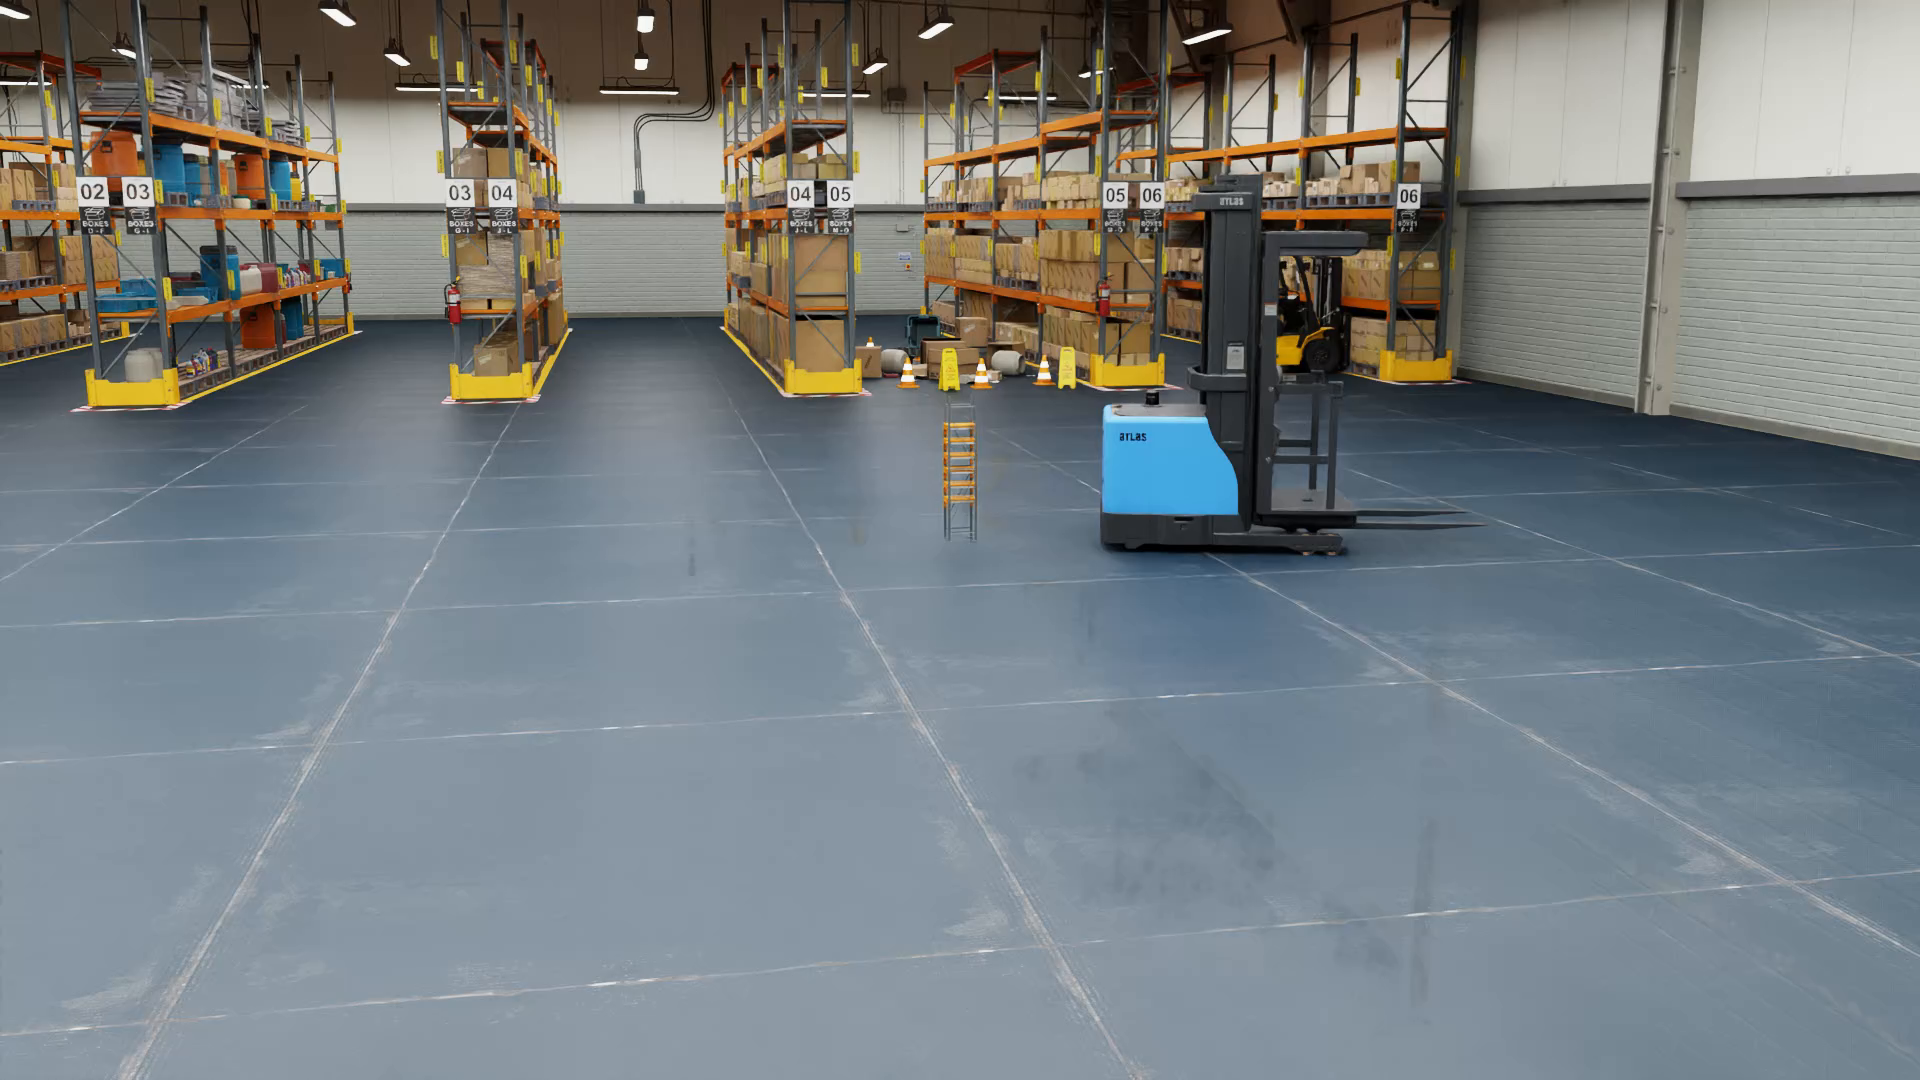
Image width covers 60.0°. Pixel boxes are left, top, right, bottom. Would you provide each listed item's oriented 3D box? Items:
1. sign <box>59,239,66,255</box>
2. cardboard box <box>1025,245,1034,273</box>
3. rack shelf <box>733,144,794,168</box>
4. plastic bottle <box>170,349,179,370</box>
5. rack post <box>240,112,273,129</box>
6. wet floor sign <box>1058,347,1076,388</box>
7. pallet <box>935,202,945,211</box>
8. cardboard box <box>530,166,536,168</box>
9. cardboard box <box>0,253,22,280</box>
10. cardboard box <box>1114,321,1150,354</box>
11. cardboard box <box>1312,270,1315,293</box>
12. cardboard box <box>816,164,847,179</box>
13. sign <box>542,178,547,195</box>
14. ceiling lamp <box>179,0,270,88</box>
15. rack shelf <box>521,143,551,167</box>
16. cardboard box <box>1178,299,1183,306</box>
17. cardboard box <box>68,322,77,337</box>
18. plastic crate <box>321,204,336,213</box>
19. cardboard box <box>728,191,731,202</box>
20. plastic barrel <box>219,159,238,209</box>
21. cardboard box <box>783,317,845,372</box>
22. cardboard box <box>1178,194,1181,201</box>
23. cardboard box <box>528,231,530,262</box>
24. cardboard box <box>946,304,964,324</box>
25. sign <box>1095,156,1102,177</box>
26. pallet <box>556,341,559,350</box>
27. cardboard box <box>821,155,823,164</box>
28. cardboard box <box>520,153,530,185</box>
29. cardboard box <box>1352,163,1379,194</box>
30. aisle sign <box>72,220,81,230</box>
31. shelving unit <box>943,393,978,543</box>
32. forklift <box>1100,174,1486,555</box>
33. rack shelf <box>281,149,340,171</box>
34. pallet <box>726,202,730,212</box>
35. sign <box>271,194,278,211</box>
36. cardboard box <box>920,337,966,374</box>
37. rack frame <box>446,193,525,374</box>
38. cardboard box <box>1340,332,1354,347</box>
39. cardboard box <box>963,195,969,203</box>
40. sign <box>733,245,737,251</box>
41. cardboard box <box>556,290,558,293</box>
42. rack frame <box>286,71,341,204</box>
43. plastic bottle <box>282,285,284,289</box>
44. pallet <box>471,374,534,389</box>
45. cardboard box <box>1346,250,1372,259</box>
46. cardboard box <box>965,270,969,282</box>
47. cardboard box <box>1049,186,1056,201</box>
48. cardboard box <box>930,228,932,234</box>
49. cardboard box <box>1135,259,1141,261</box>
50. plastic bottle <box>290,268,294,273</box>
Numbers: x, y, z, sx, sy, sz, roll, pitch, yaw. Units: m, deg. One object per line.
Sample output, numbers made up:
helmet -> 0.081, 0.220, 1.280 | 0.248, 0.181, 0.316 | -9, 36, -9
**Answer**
sign -> -18.512, -6.038, 34.301 | 0.100, 0.325, 0.005 | -2, 11, -11
cardboard box -> 1.526, -5.270, 31.176 | 0.500, 0.500, 0.500 | -2, 11, -11
rack shelf -> -4.064, -8.000, 34.656 | 1.077, 0.370, 4.000 | -2, 11, -11
plastic bottle -> -12.749, -2.918, 26.911 | 0.144, 0.351, 0.185 | -2, 11, -11
rack post -> -13.600, -7.936, 31.524 | 0.954, 0.300, 0.937 | -2, 11, -11
wet floor sign -> 1.704, -2.737, 26.352 | 0.267, 0.644, 0.232 | 2, 11, 9
pallet -> 0.000, -7.972, 39.774 | 1.003, 0.211, 1.213 | -2, 11, -11
cardboard box -> -9.515, -8.127, 36.688 | 0.500, 0.250, 0.500 | -3, 11, -15
cardboard box -> -18.501, -5.256, 31.900 | 0.700, 0.500, 0.500 | 0, 11, 0
cardboard box -> 2.826, -3.354, 27.520 | 0.500, 0.500, 0.500 | -3, 11, -13
cardboard box -> 6.755, -4.746, 30.340 | 0.500, 0.500, 0.500 | -2, 11, -10
cardboard box -> -1.961, -5.668, 25.647 | 0.500, 0.250, 0.500 | -2, 11, -11
sign -> -8.027, -6.821, 32.107 | 0.100, 0.325, 0.005 | -2, 11, -11
ceiling lamp -> -17.901, -12.579, 40.108 | 2.000, 3.185, 0.800 | -2, 11, -11
rack shelf -> -8.949, -7.838, 33.805 | 1.077, 0.370, 4.000 | -2, 11, -11
cardboard box -> 5.251, -5.476, 38.274 | 0.380, 0.149, 0.250 | -3, 11, -14
cardboard box -> -18.925, -4.429, 34.956 | 0.500, 0.311, 0.500 | -2, 11, -11
plastic crate -> -14.502, -7.560, 37.940 | 0.450, 0.188, 0.336 | -2, 11, -11
cardboard box -> -5.112, -7.977, 38.629 | 0.500, 0.250, 0.500 | -3, 11, -13
plastic barrel -> -13.472, -6.456, 30.228 | 0.600, 0.901, 0.600 | 0, 11, 0
cardboard box -> -2.316, -3.053, 26.276 | 0.875, 0.875, 0.875 | -2, 11, -11
cardboard box -> 5.120, -7.699, 37.381 | 0.380, 0.149, 0.250 | -2, 11, -12
cardboard box -> -7.136, -4.679, 26.522 | 0.500, 0.500, 0.500 | -2, 11, -11
cardboard box -> 0.191, -5.399, 39.771 | 0.875, 0.438, 0.875 | -2, 11, -13
sign -> 2.168, -5.859, 26.069 | 0.100, 0.325, 0.005 | -2, 11, -11
pallet -> -8.873, -4.075, 34.542 | 1.003, 0.211, 1.213 | -2, 11, -11
cardboard box -> -1.970, -5.932, 25.966 | 0.380, 0.149, 0.250 | -2, 11, -12
cardboard box -> -7.444, -6.182, 27.731 | 0.500, 0.500, 0.500 | -2, 11, -13
cardboard box -> 7.159, -6.191, 28.518 | 0.700, 0.500, 0.500 | -2, 11, -11
aisle sign -> -20.135, -7.461, 37.921 | 0.394, 0.787, 0.004 | -2, 11, -11
shelving unit -> 0.003, -0.587, 13.570 | 0.258, 1.200, 0.189 | -2, 11, -11
forklift -> 2.671, -1.422, 13.330 | 3.031, 2.935, 1.130 | 1, 11, 4
rack shelf -> -14.585, -8.392, 36.713 | 1.077, 0.370, 4.000 | -2, 11, -11
pallet -> -4.437, -7.234, 36.161 | 1.213, 0.211, 1.003 | -2, 11, -11
sign -> -12.880, -6.338, 31.229 | 0.100, 0.325, 0.005 | -2, 11, -11
cardboard box -> -0.298, -3.209, 28.848 | 0.797, 0.637, 0.503 | -2, 11, -11
rack frame -> -7.004, -3.607, 24.625 | 1.000, 3.000, 0.127 | -2, 11, -11
cardboard box -> 6.976, -3.514, 29.030 | 0.500, 0.250, 0.500 | -2, 11, -12
cardboard box -> 0.286, -7.489, 36.498 | 0.380, 0.166, 0.250 | -3, 11, -15
sign -> -4.984, -6.374, 36.847 | 0.100, 0.325, 0.005 | -2, 11, -11
cardboard box -> -9.388, -5.094, 36.999 | 0.875, 0.875, 0.875 | -2, 11, -11
rack frame -> -14.974, -9.309, 38.536 | 1.000, 3.000, 0.127 | -2, 11, -11
plastic bottle -> -13.257, -5.039, 32.461 | 0.061, 0.283, 0.133 | -2, 11, -11
pallet -> -7.142, -2.401, 25.749 | 1.003, 0.211, 1.213 | -2, 11, -11
cardboard box -> 7.004, -5.002, 29.155 | 0.380, 0.149, 0.250 | -2, 11, -10
cardboard box -> 0.396, -5.815, 36.627 | 0.500, 0.250, 0.500 | -2, 11, -11
cardboard box -> 1.865, -6.062, 29.108 | 0.500, 0.250, 0.500 | -2, 11, -11
cardboard box -> -0.539, -7.588, 40.867 | 0.380, 0.149, 0.250 | -2, 11, -9
cardboard box -> 4.617, -6.784, 40.924 | 0.500, 0.250, 0.500 | -2, 11, -13
plastic bottle -> -13.838, -5.442, 34.396 | 0.144, 0.351, 0.185 | -2, 11, -11
